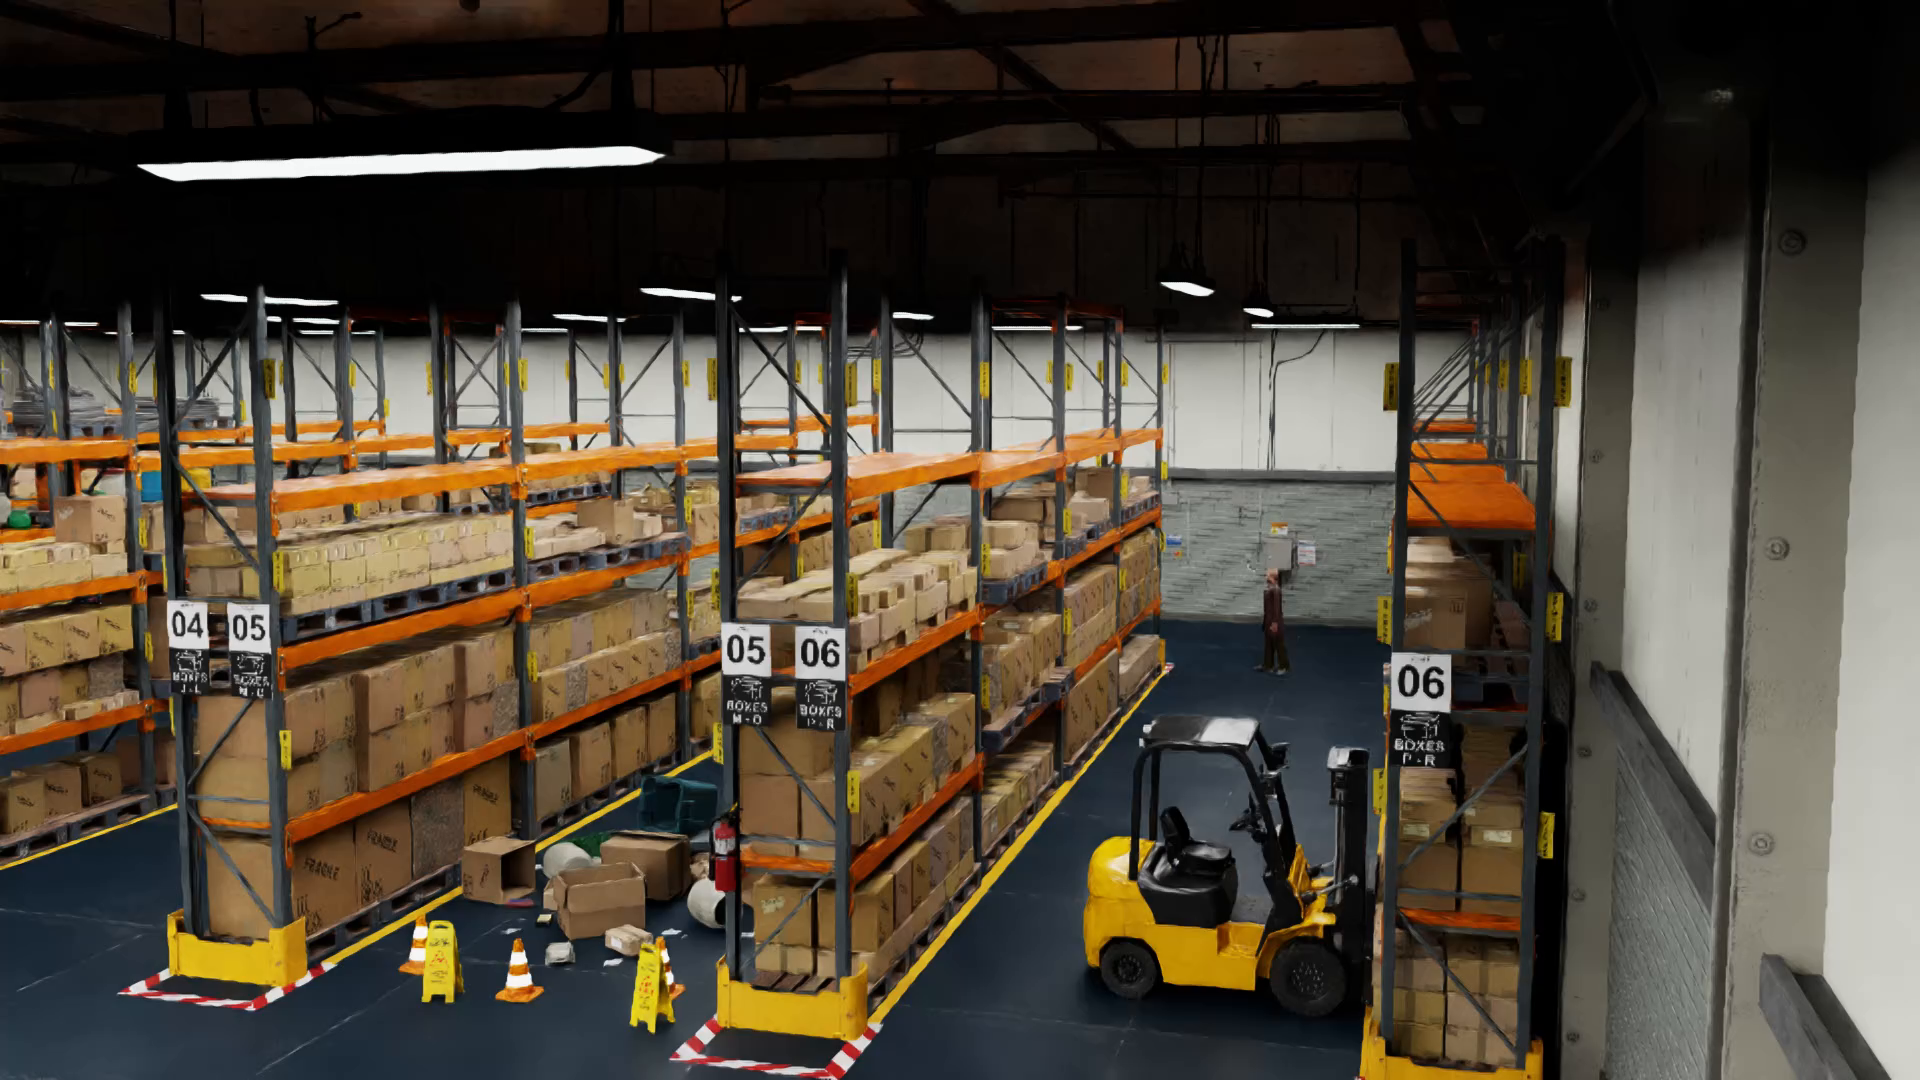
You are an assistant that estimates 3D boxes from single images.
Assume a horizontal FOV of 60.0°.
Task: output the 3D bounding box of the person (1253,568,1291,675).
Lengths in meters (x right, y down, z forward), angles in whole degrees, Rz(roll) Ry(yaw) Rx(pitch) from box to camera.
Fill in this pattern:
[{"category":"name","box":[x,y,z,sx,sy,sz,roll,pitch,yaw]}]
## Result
[{"category":"person","box":[5.229,1.347,27.712,0.568,1.777,0.687,0,6,2]}]
